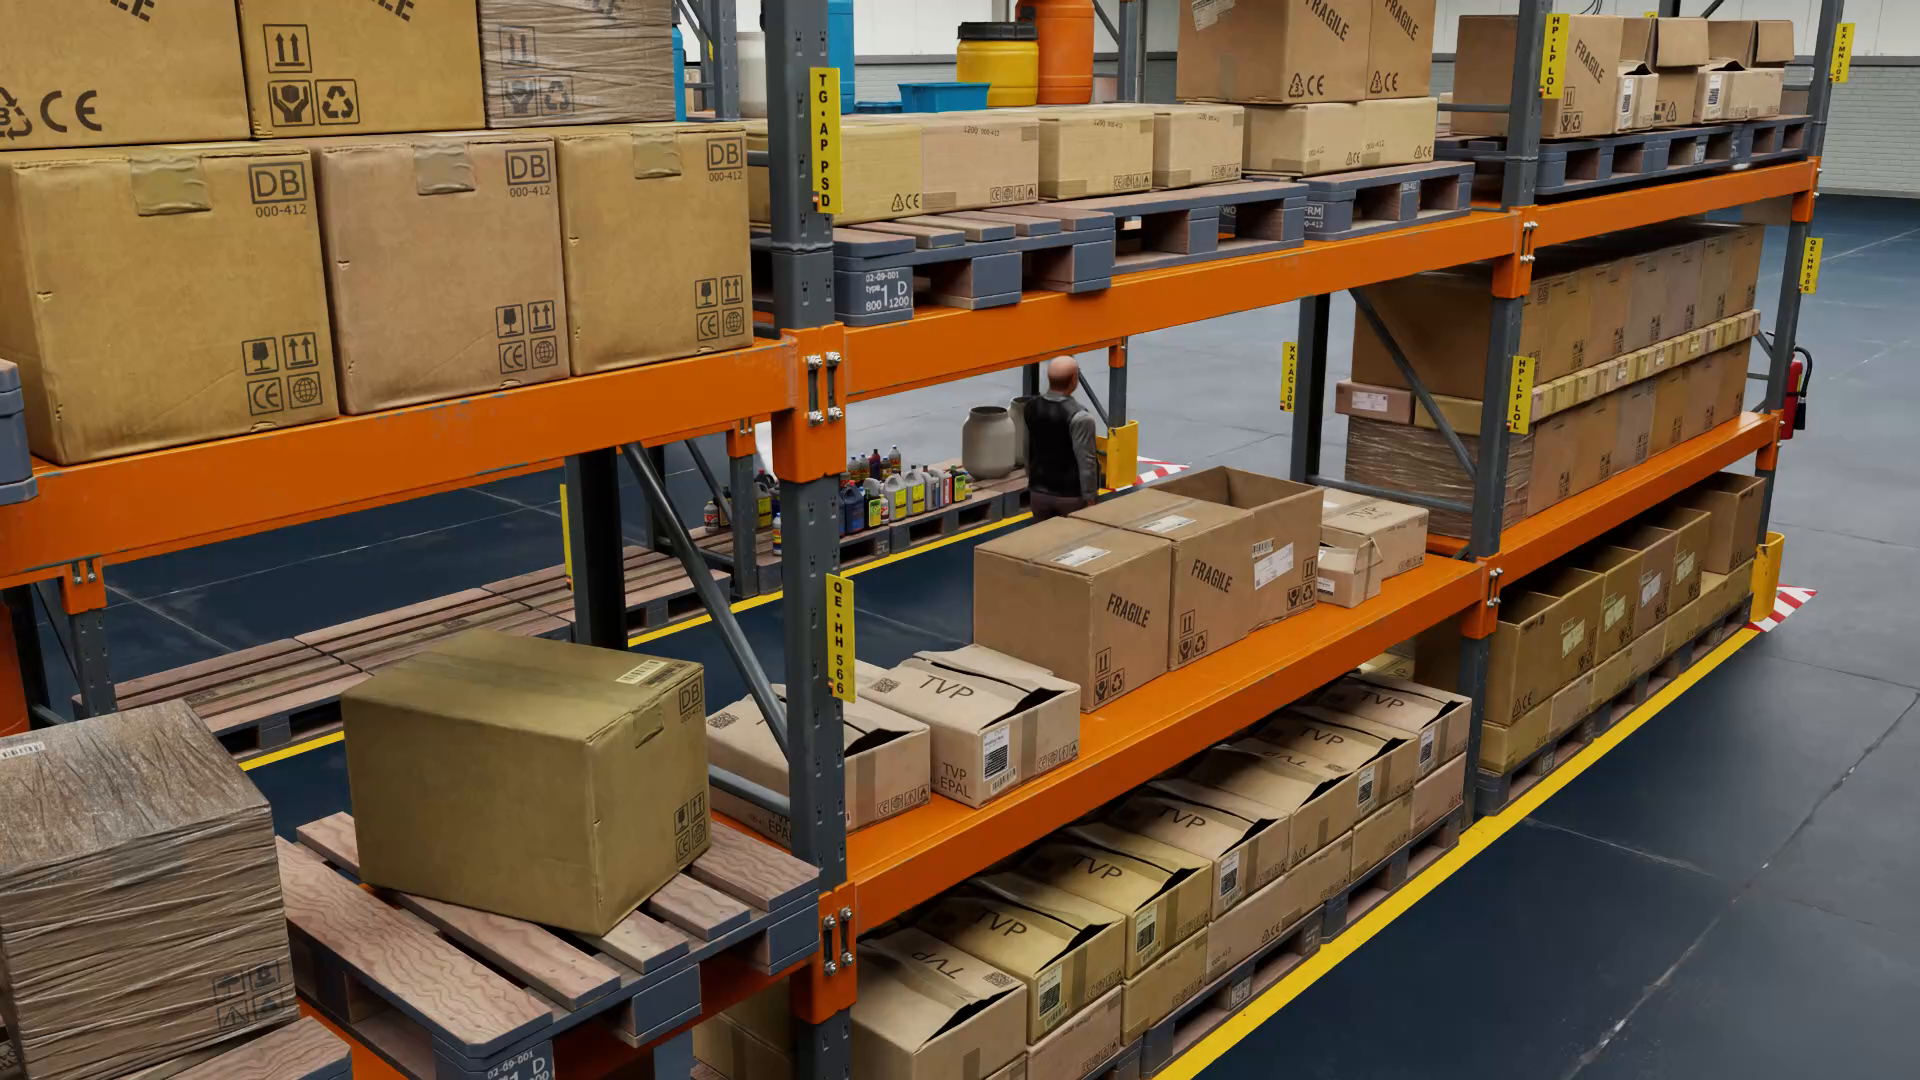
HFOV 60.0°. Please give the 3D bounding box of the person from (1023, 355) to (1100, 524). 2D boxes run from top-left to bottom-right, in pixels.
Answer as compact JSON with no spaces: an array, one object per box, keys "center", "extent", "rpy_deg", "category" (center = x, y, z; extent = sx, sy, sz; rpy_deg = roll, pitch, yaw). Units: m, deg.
[{"center":[0.636,-0.289,10.038],"extent":[0.545,1.693,0.824],"rpy_deg":[13,21,36],"category":"person"}]
